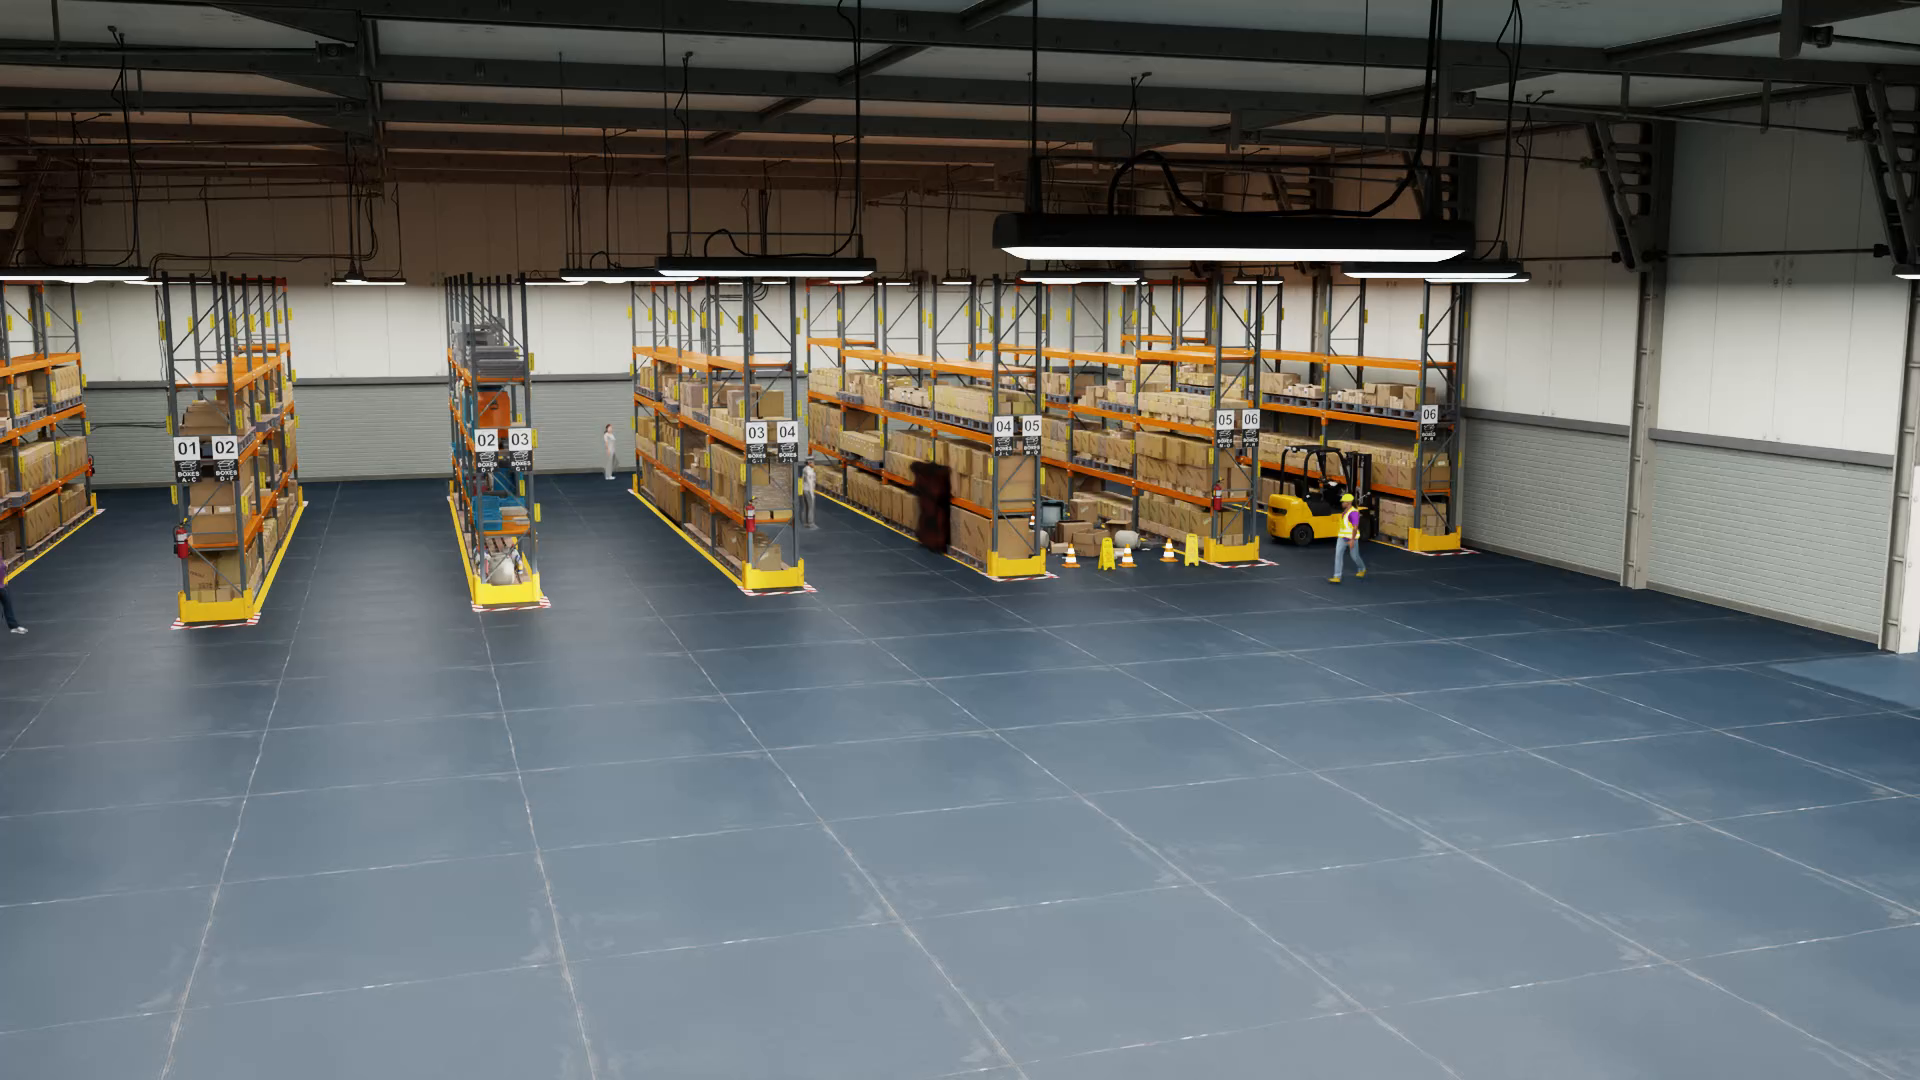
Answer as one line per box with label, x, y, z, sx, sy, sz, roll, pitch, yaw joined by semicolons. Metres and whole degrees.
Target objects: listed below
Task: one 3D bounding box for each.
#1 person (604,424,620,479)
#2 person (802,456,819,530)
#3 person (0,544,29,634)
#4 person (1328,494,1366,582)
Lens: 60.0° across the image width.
person;-10.474;-2.651;49.960;0.432;1.670;0.454;0;9;0
person;-3.390;-1.067;37.603;0.378;1.669;0.532;-4;9;-25
person;-15.979;0.811;27.562;0.646;1.578;0.592;2;9;11
person;7.651;-0.043;32.618;0.493;1.737;1.000;7;11;40
